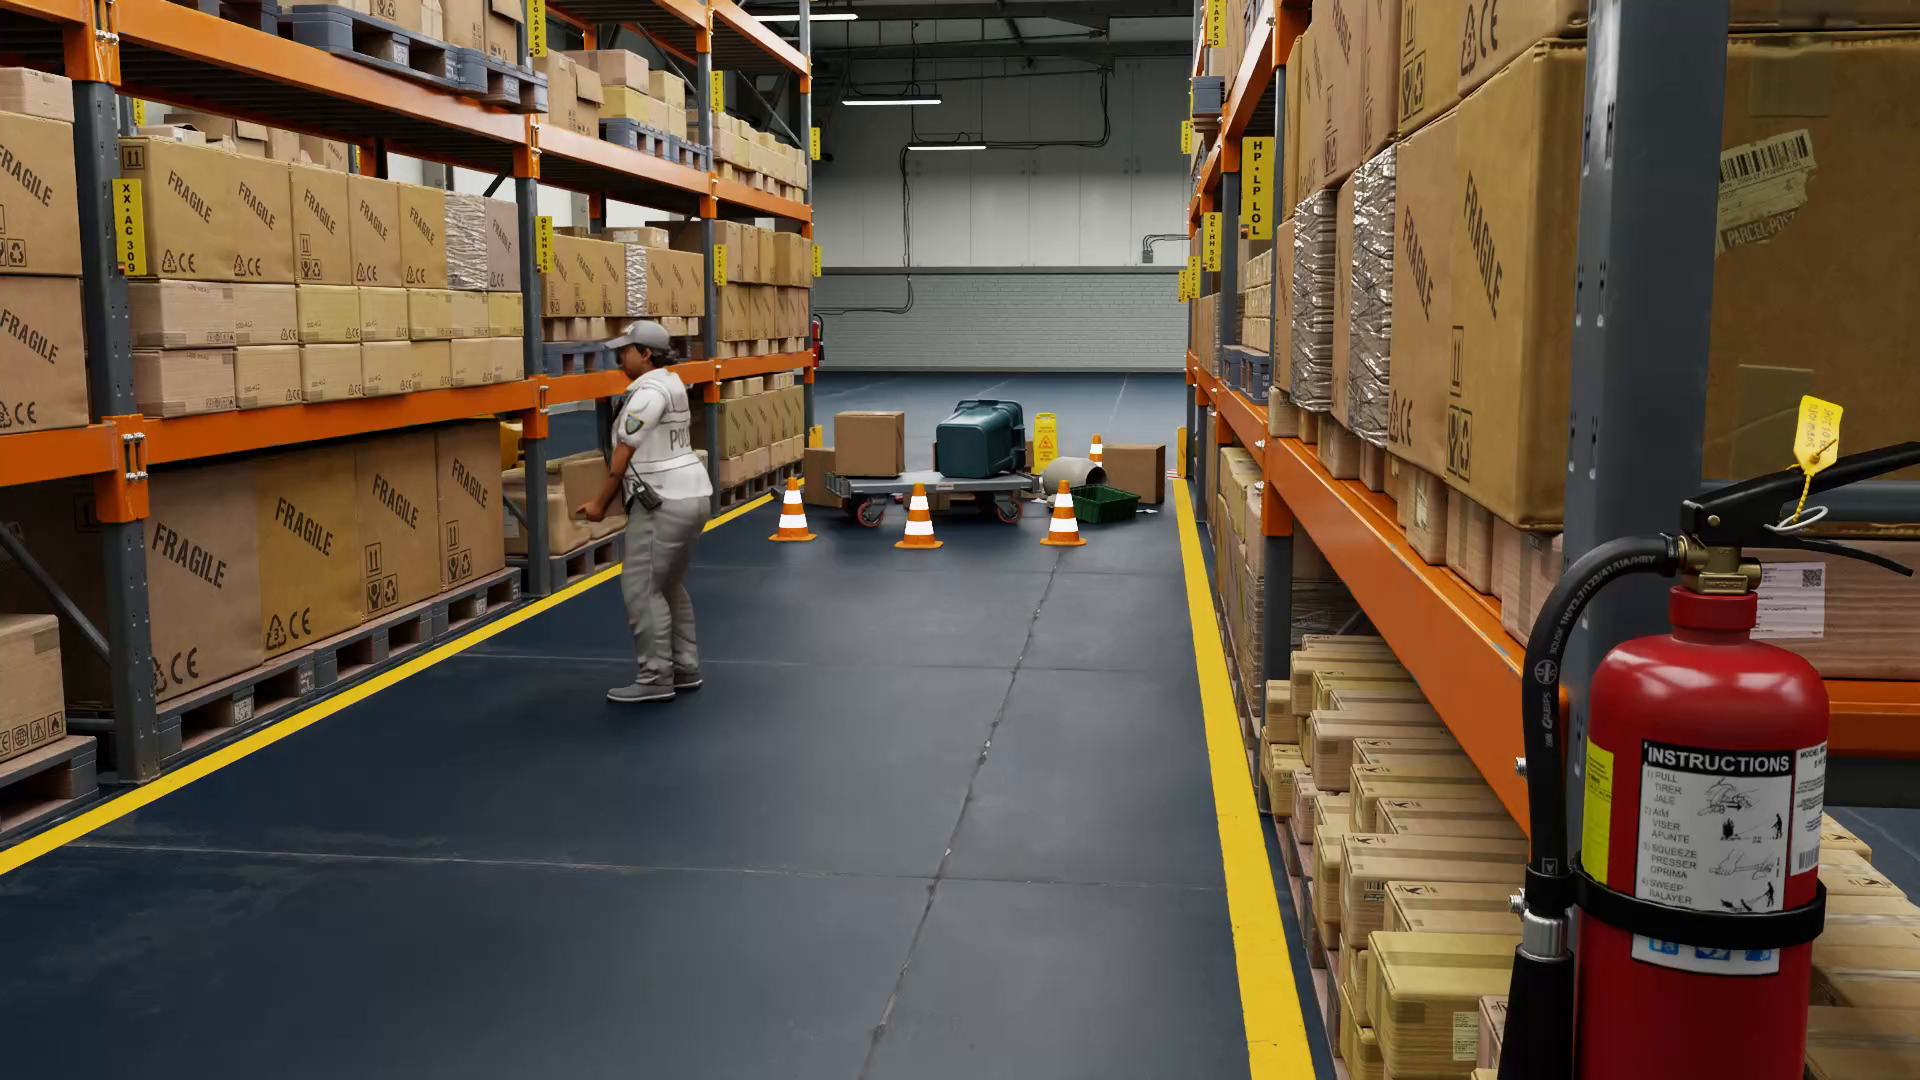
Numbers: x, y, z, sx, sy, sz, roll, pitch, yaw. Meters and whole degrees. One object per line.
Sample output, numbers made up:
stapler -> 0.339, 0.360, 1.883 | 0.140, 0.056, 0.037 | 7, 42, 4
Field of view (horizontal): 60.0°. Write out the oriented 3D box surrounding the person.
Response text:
person -> -1.375, -0.128, 7.288 | 0.559, 1.660, 0.452 | 1, 8, 5
